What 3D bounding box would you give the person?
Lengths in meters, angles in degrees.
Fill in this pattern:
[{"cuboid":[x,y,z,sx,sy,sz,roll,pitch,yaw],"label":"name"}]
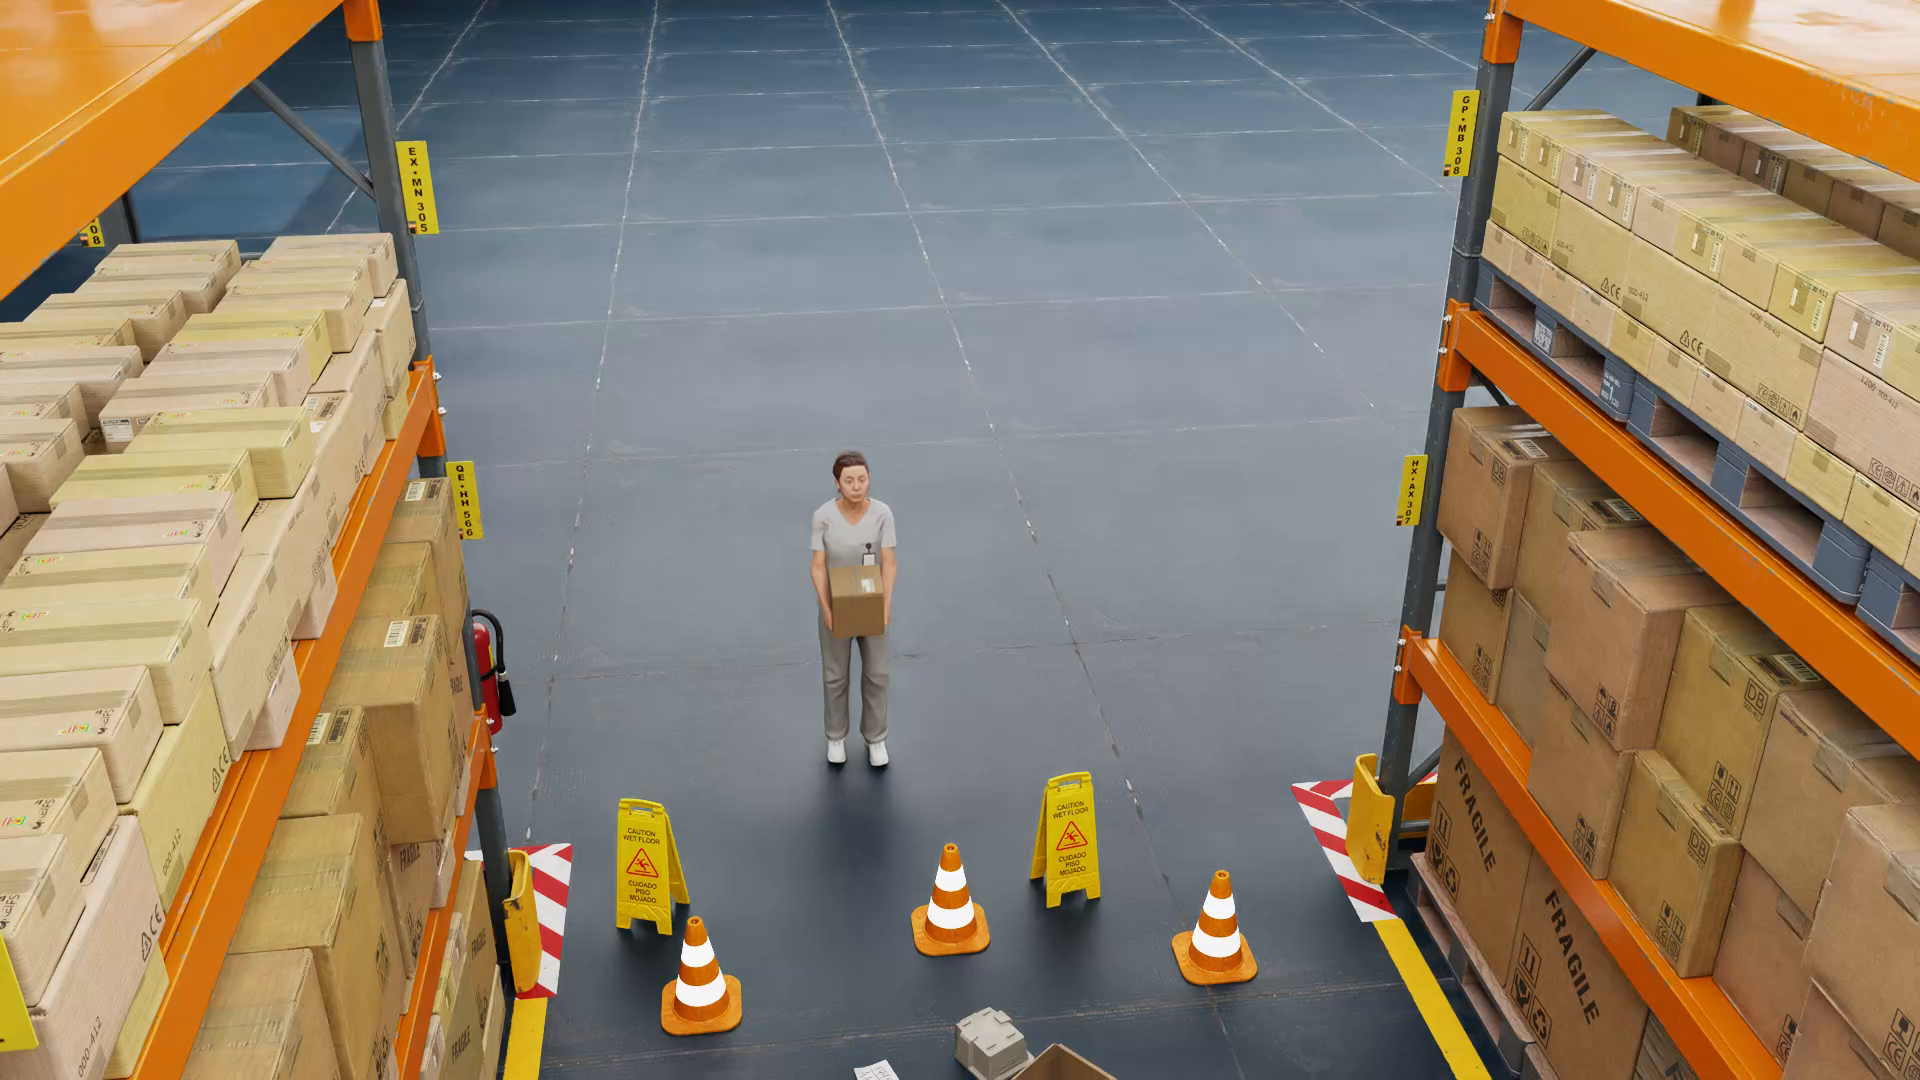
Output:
[{"cuboid":[-0.522,0.384,8.379,0.441,1.644,0.537,-4,27,-7],"label":"person"}]
